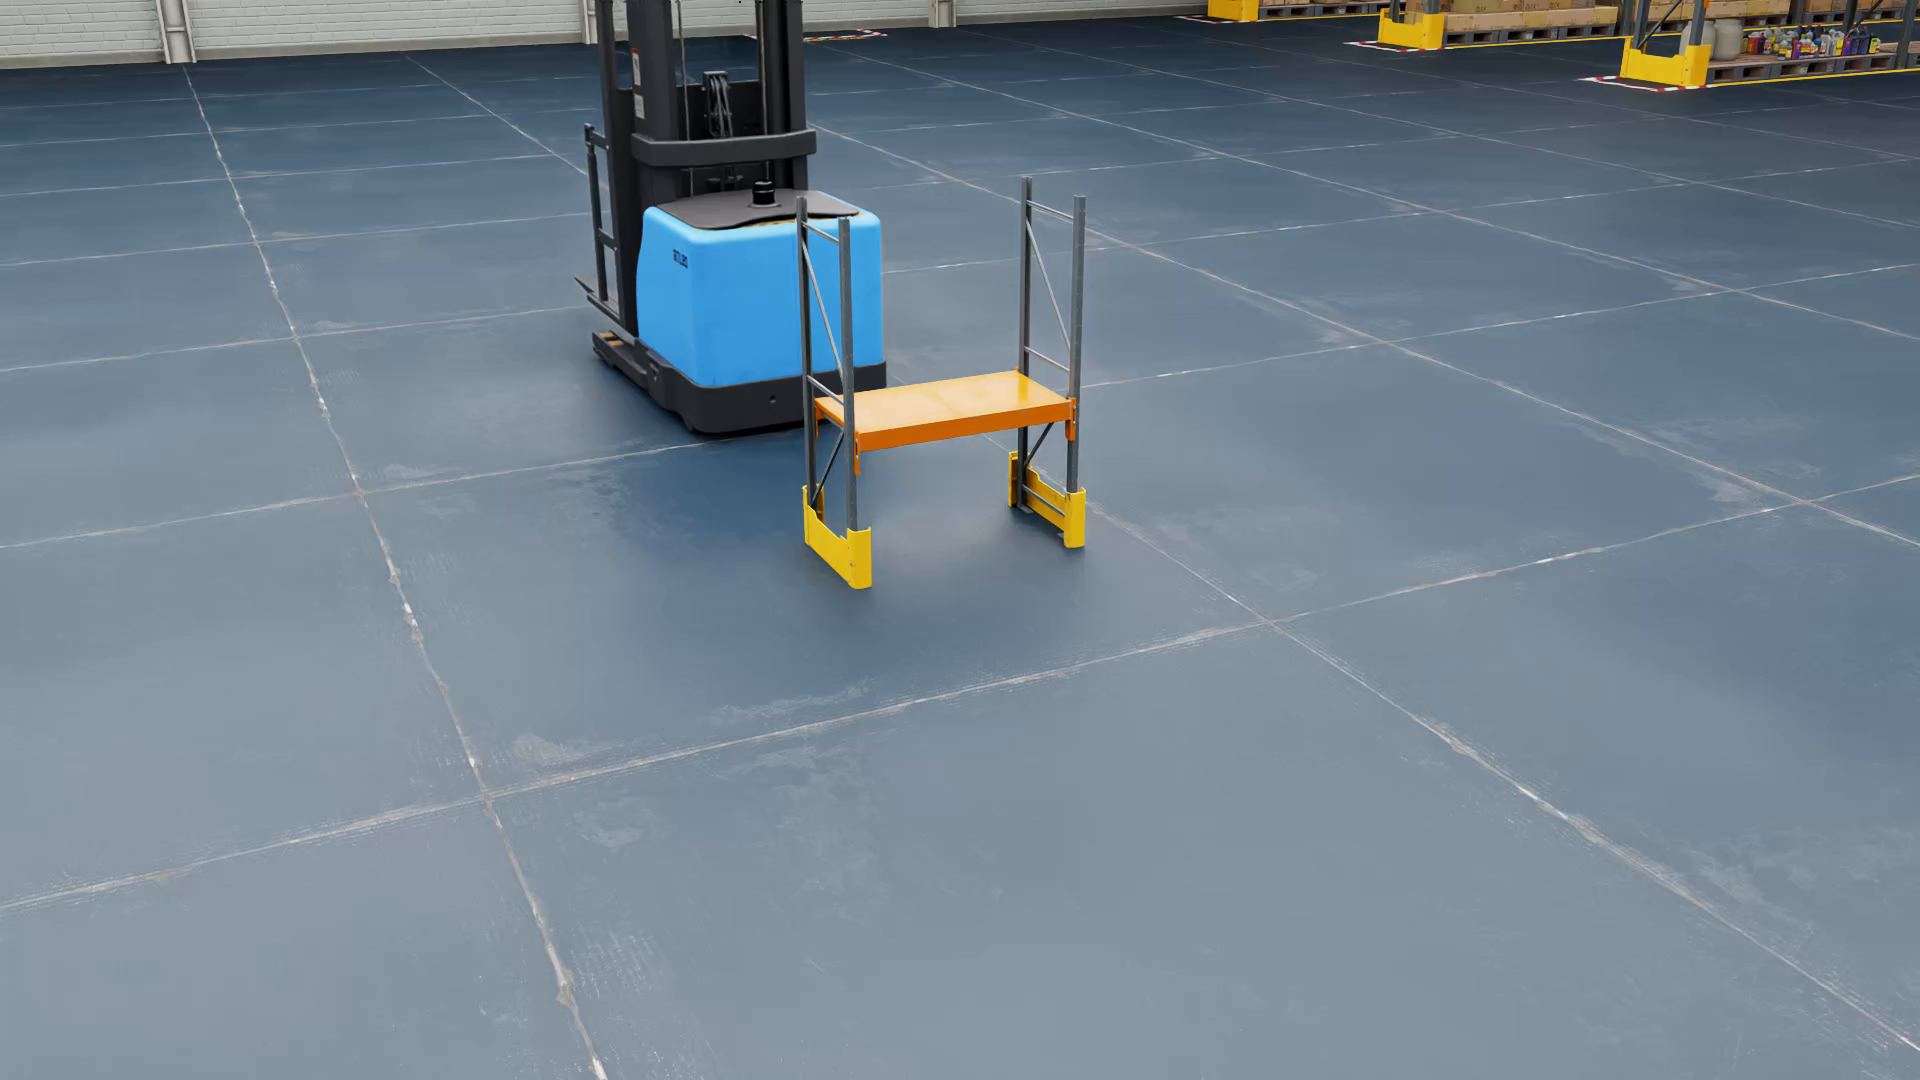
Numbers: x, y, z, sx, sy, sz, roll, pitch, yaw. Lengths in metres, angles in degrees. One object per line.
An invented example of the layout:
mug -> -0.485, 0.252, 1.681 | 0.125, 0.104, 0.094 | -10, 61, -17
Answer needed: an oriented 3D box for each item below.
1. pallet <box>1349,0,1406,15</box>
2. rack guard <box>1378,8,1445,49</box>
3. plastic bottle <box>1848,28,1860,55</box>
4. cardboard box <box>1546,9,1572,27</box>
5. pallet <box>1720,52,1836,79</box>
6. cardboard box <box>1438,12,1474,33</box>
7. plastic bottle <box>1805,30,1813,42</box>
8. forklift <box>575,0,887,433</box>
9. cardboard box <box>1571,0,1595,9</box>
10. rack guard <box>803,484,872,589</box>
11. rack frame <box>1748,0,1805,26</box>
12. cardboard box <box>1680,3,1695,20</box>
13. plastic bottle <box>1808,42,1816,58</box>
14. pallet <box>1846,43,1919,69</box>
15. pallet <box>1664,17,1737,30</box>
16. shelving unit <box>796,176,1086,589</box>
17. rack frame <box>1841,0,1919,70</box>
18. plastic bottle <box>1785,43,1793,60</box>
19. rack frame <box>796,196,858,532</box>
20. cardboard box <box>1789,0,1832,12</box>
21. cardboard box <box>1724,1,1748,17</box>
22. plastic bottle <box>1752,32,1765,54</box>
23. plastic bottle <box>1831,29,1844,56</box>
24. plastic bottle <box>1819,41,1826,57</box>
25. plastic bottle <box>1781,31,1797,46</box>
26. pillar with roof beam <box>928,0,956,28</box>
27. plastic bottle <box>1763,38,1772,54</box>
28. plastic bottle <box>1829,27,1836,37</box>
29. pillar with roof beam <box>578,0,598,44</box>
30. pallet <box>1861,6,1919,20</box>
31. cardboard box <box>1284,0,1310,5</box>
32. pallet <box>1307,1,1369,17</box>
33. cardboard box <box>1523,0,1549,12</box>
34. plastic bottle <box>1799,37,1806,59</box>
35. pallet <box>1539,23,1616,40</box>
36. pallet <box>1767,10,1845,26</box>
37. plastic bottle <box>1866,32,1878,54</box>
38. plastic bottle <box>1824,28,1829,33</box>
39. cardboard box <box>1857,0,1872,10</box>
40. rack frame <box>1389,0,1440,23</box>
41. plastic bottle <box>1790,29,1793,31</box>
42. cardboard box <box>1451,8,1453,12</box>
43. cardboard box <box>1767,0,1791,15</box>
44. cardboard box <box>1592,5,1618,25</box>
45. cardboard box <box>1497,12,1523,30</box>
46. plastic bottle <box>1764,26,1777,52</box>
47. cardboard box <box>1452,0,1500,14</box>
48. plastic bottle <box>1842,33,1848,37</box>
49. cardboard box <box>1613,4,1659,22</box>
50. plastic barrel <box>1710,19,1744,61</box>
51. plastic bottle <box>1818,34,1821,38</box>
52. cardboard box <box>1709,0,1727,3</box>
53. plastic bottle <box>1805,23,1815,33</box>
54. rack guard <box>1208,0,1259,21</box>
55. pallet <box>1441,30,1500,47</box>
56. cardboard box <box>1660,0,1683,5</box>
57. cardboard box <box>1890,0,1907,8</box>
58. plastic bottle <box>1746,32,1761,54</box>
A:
pallet -> 7.857, -10.036, 31.220 | 1.213, 0.211, 1.003 | -10, 25, -24
rack guard -> 6.972, -7.919, 25.728 | 0.348, 0.500, 1.175 | -10, 25, -24
plastic bottle -> 12.115, -6.775, 22.585 | 0.185, 0.351, 0.144 | -12, 25, -26
cardboard box -> 9.376, -8.346, 26.535 | 0.500, 0.250, 0.500 | -10, 25, -24
pallet -> 11.019, -6.445, 22.543 | 1.213, 0.211, 1.003 | -10, 25, -24
cardboard box -> 7.574, -8.014, 25.735 | 0.500, 0.250, 0.500 | -10, 25, -24
plastic bottle -> 11.758, -6.920, 23.038 | 0.097, 0.271, 0.097 | 0, 22, 0
forklift -> -1.513, -2.417, 9.257 | 1.130, 2.935, 3.031 | -11, 25, -25
cardboard box -> 9.820, -8.781, 26.606 | 0.500, 0.500, 0.500 | -10, 25, -24
rack guard -> -0.517, -0.020, 6.972 | 0.087, 0.250, 0.587 | -10, 25, -24
rack frame -> 14.203, -10.405, 28.465 | 0.127, 3.000, 1.000 | -10, 25, -24
cardboard box -> 11.996, -8.818, 27.677 | 0.500, 0.250, 0.500 | -11, 25, -25
plastic bottle -> 11.396, -6.564, 22.269 | 0.097, 0.201, 0.097 | 0, 22, 0
pallet -> 13.434, -6.889, 23.617 | 1.213, 0.211, 1.003 | -10, 25, -24
pallet -> 12.346, -8.793, 28.216 | 1.213, 0.211, 1.003 | -10, 25, -24
shelving unit -> -0.069, -0.680, 6.933 | 1.083, 1.500, 0.587 | -10, 25, -24
rack frame -> 12.743, -8.034, 22.737 | 0.127, 3.000, 1.000 | -10, 25, -24
plastic bottle -> 11.001, -6.491, 22.094 | 0.097, 0.201, 0.097 | 0, 22, 0
rack frame -> -0.535, -0.595, 6.725 | 0.032, 1.500, 0.500 | -10, 25, -24
cardboard box -> 14.737, -9.431, 28.804 | 0.500, 0.500, 0.500 | -9, 24, -21
cardboard box -> 12.917, -8.988, 28.088 | 0.500, 0.250, 0.500 | -10, 24, -22
plastic bottle -> 10.889, -6.770, 22.660 | 0.133, 0.283, 0.061 | -10, 25, -24
plastic bottle -> 11.824, -6.722, 22.455 | 0.185, 0.351, 0.144 | -11, 25, -24
plastic bottle -> 11.581, -6.598, 22.352 | 0.097, 0.201, 0.097 | 0, 22, 0
plastic bottle -> 11.370, -6.839, 22.837 | 0.135, 0.276, 0.152 | -10, 25, -24
pillar with roof beam -> 1.559, -11.492, 23.247 | 0.400, 9.000, 9.100 | -10, 25, -24
plastic bottle -> 11.039, -6.752, 22.723 | 0.097, 0.201, 0.097 | 0, 22, 0
plastic bottle -> 12.266, -7.075, 23.412 | 0.097, 0.271, 0.097 | 0, 22, 0
pillar with roof beam -> -3.848, -10.497, 20.843 | 0.400, 9.000, 9.100 | -10, 25, -24
pallet -> 17.090, -9.632, 30.244 | 1.213, 0.211, 1.003 | -10, 25, -24
cardboard box -> 6.018, -9.924, 30.243 | 0.500, 0.311, 0.500 | -8, 24, -19
pallet -> 6.756, -9.832, 30.727 | 1.213, 0.211, 1.003 | -10, 25, -24
cardboard box -> 8.926, -8.609, 26.190 | 0.500, 0.500, 0.500 | -10, 25, -24
plastic bottle -> 11.217, -6.563, 22.176 | 0.097, 0.271, 0.097 | 0, 22, 0
pallet -> 9.864, -8.336, 27.112 | 1.213, 0.211, 1.003 | -10, 25, -24
pallet -> 14.892, -9.228, 29.266 | 1.213, 0.211, 1.003 | -10, 25, -24
plastic bottle -> 12.453, -6.789, 22.705 | 0.133, 0.283, 0.061 | -9, 24, -21
plastic bottle -> 12.033, -6.981, 23.169 | 0.133, 0.283, 0.061 | -10, 25, -24
cardboard box -> 15.660, -9.601, 29.215 | 0.500, 0.500, 0.500 | -11, 25, -24
rack frame -> 6.994, -9.078, 25.259 | 0.127, 3.000, 1.000 | -10, 25, -24
plastic bottle -> 11.499, -6.947, 23.087 | 0.133, 0.283, 0.061 | -9, 24, -21
cardboard box -> 7.794, -8.280, 26.376 | 0.500, 0.250, 0.500 | -10, 25, -24
cardboard box -> 13.834, -9.158, 28.497 | 0.500, 0.250, 0.500 | -10, 24, -22
cardboard box -> 10.275, -8.513, 26.940 | 0.500, 0.250, 0.500 | -10, 25, -24
cardboard box -> 8.473, -8.181, 26.138 | 0.500, 0.250, 0.500 | -10, 25, -24
plastic bottle -> 11.115, -6.890, 22.861 | 0.185, 0.351, 0.144 | -9, 24, -21
cardboard box -> 8.023, -8.444, 25.793 | 0.500, 0.500, 0.500 | -10, 25, -24
plastic bottle -> 12.028, -6.788, 22.712 | 0.135, 0.276, 0.152 | -10, 25, -24
cardboard box -> 11.069, -8.647, 27.263 | 0.500, 0.250, 0.500 | -11, 25, -25
plastic barrel -> 10.150, -6.634, 22.058 | 0.421, 0.512, 0.421 | 0, 22, 0
plastic bottle -> 11.629, -6.702, 22.495 | 0.133, 0.283, 0.061 | -10, 25, -24
cardboard box -> 12.463, -9.163, 27.776 | 0.500, 0.311, 0.500 | -10, 24, -22
plastic bottle -> 11.836, -7.023, 23.181 | 0.185, 0.351, 0.144 | -10, 24, -22
rack guard -> 4.911, -9.642, 29.891 | 0.348, 0.500, 1.175 | -10, 25, -24
pallet -> 7.665, -7.931, 26.134 | 1.213, 0.211, 1.003 | -10, 25, -24
cardboard box -> 11.532, -8.988, 27.355 | 0.500, 0.311, 0.500 | -11, 25, -24
cardboard box -> 16.585, -9.774, 29.634 | 0.500, 0.500, 0.500 | -10, 25, -23
plastic bottle -> 10.843, -6.803, 22.750 | 0.135, 0.276, 0.152 | -10, 25, -23
